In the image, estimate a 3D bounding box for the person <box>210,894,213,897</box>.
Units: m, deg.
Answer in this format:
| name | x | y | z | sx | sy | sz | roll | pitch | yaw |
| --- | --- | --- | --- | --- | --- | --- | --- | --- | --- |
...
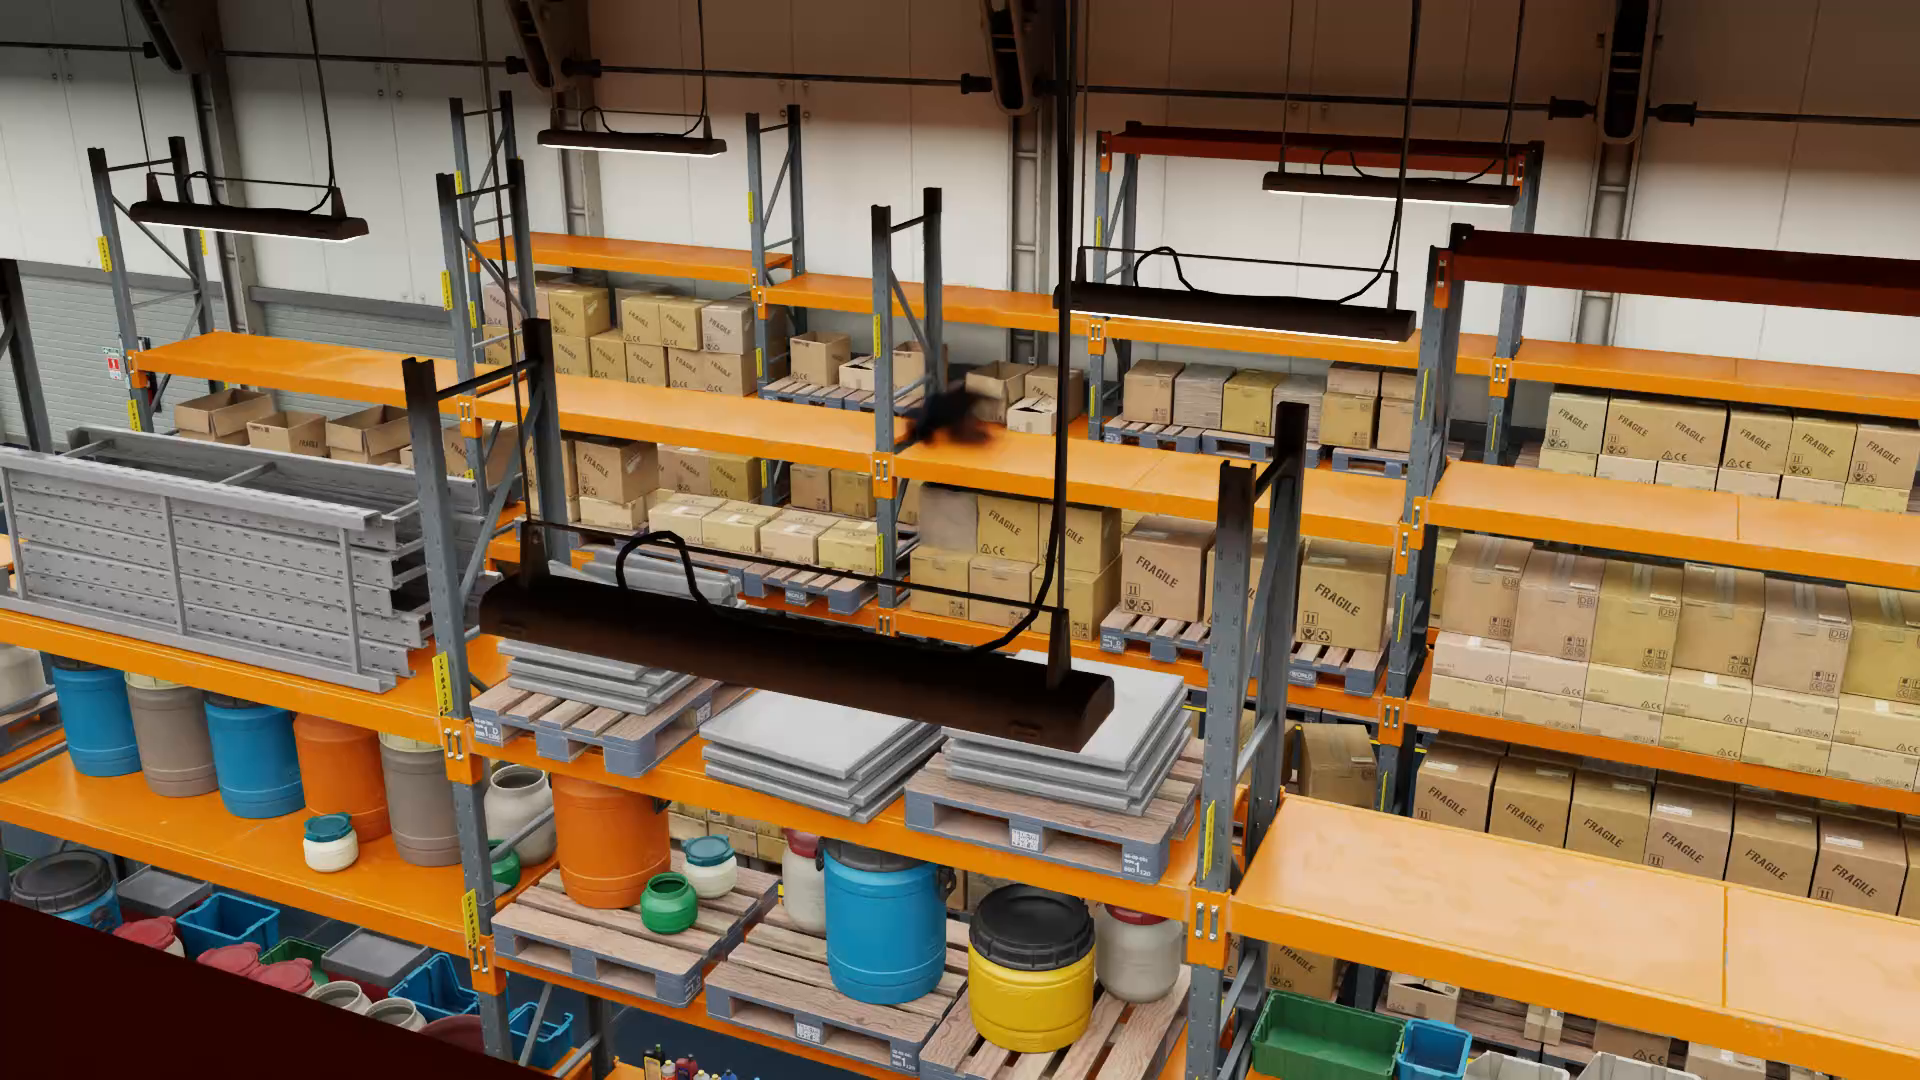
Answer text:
| name | x | y | z | sx | sy | sz | roll | pitch | yaw |
| --- | --- | --- | --- | --- | --- | --- | --- | --- | --- |
| person | -6.710 | 2.353 | 14.000 | 0.691 | 1.688 | 0.655 | 4 | 21 | 11 |
